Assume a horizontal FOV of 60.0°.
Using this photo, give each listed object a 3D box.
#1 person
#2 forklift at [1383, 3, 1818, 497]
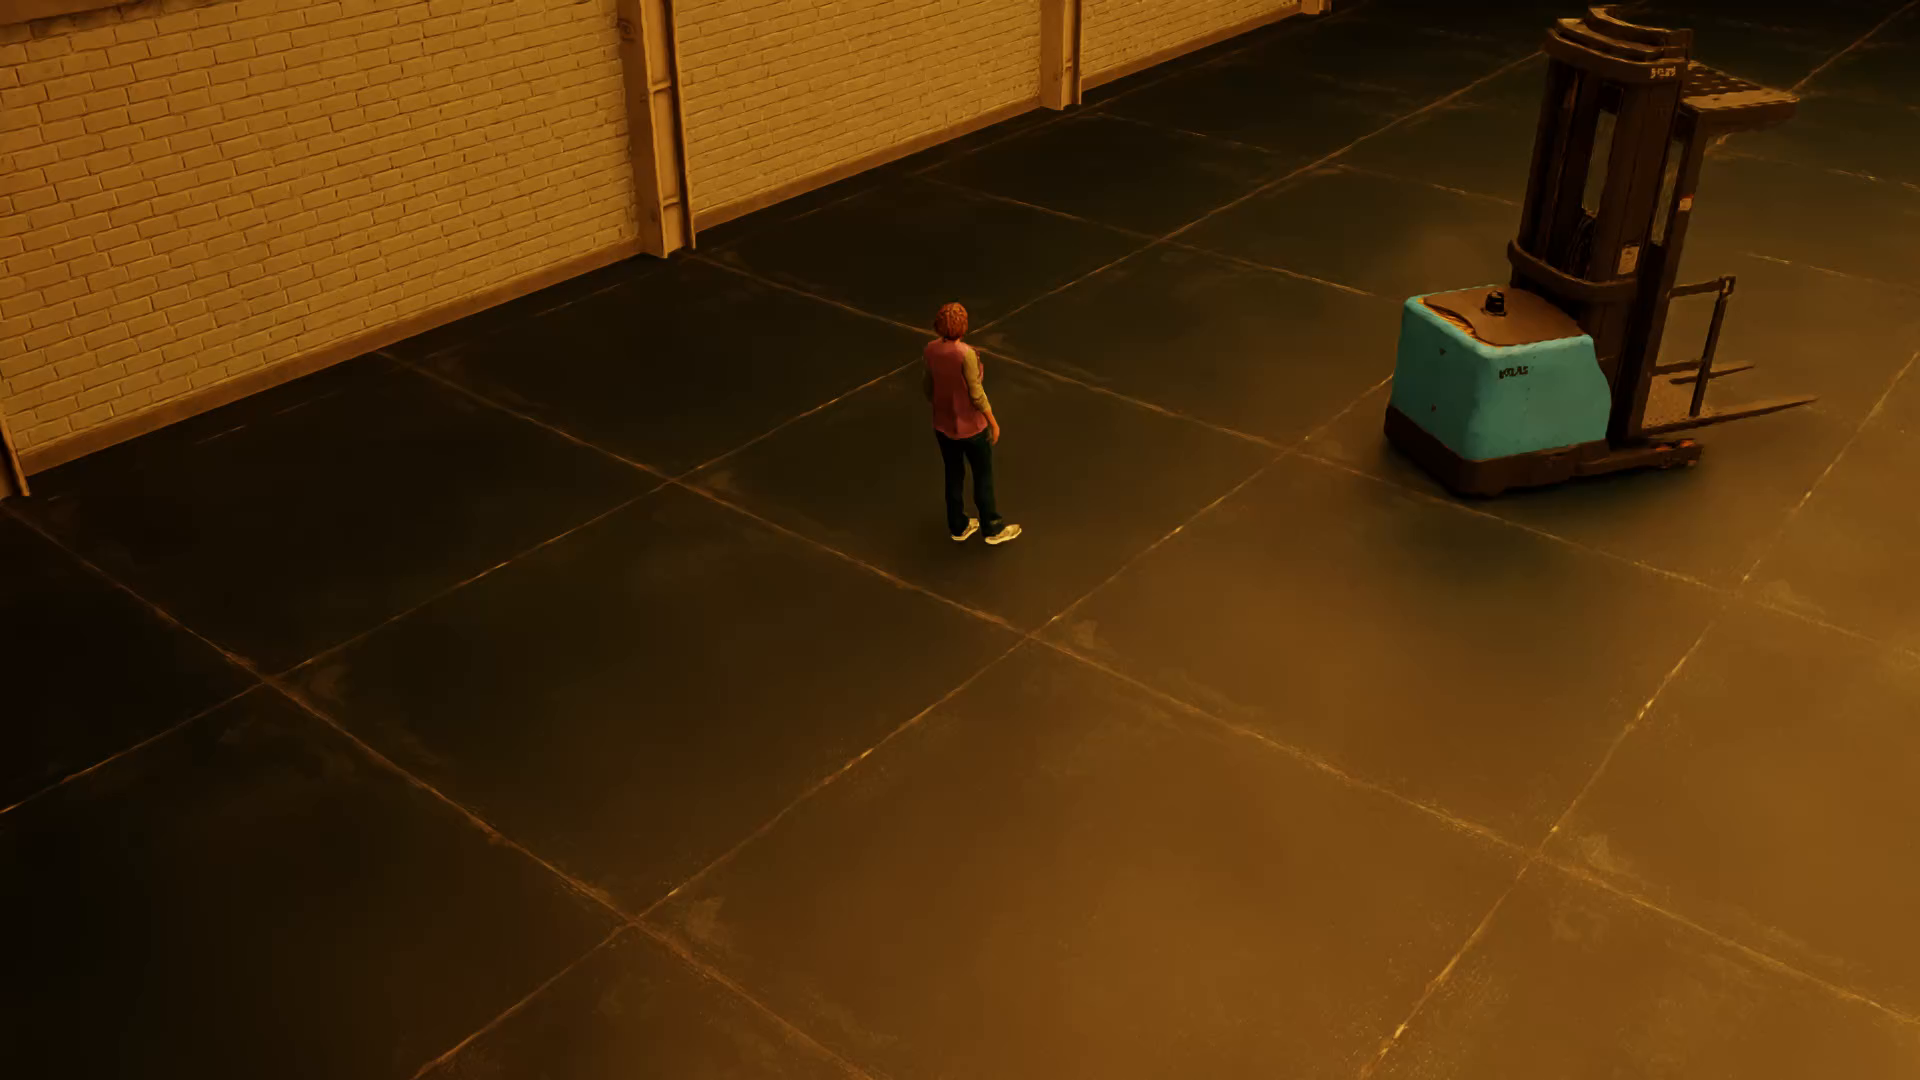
[{"bbox_3d":[0.057,-0.719,10.137,0.520,1.594,0.474,22,37,33],"label":"person"},{"bbox_3d":[4.541,-1.989,10.998,3.031,2.935,1.130,-10,32,-16],"label":"forklift"}]
